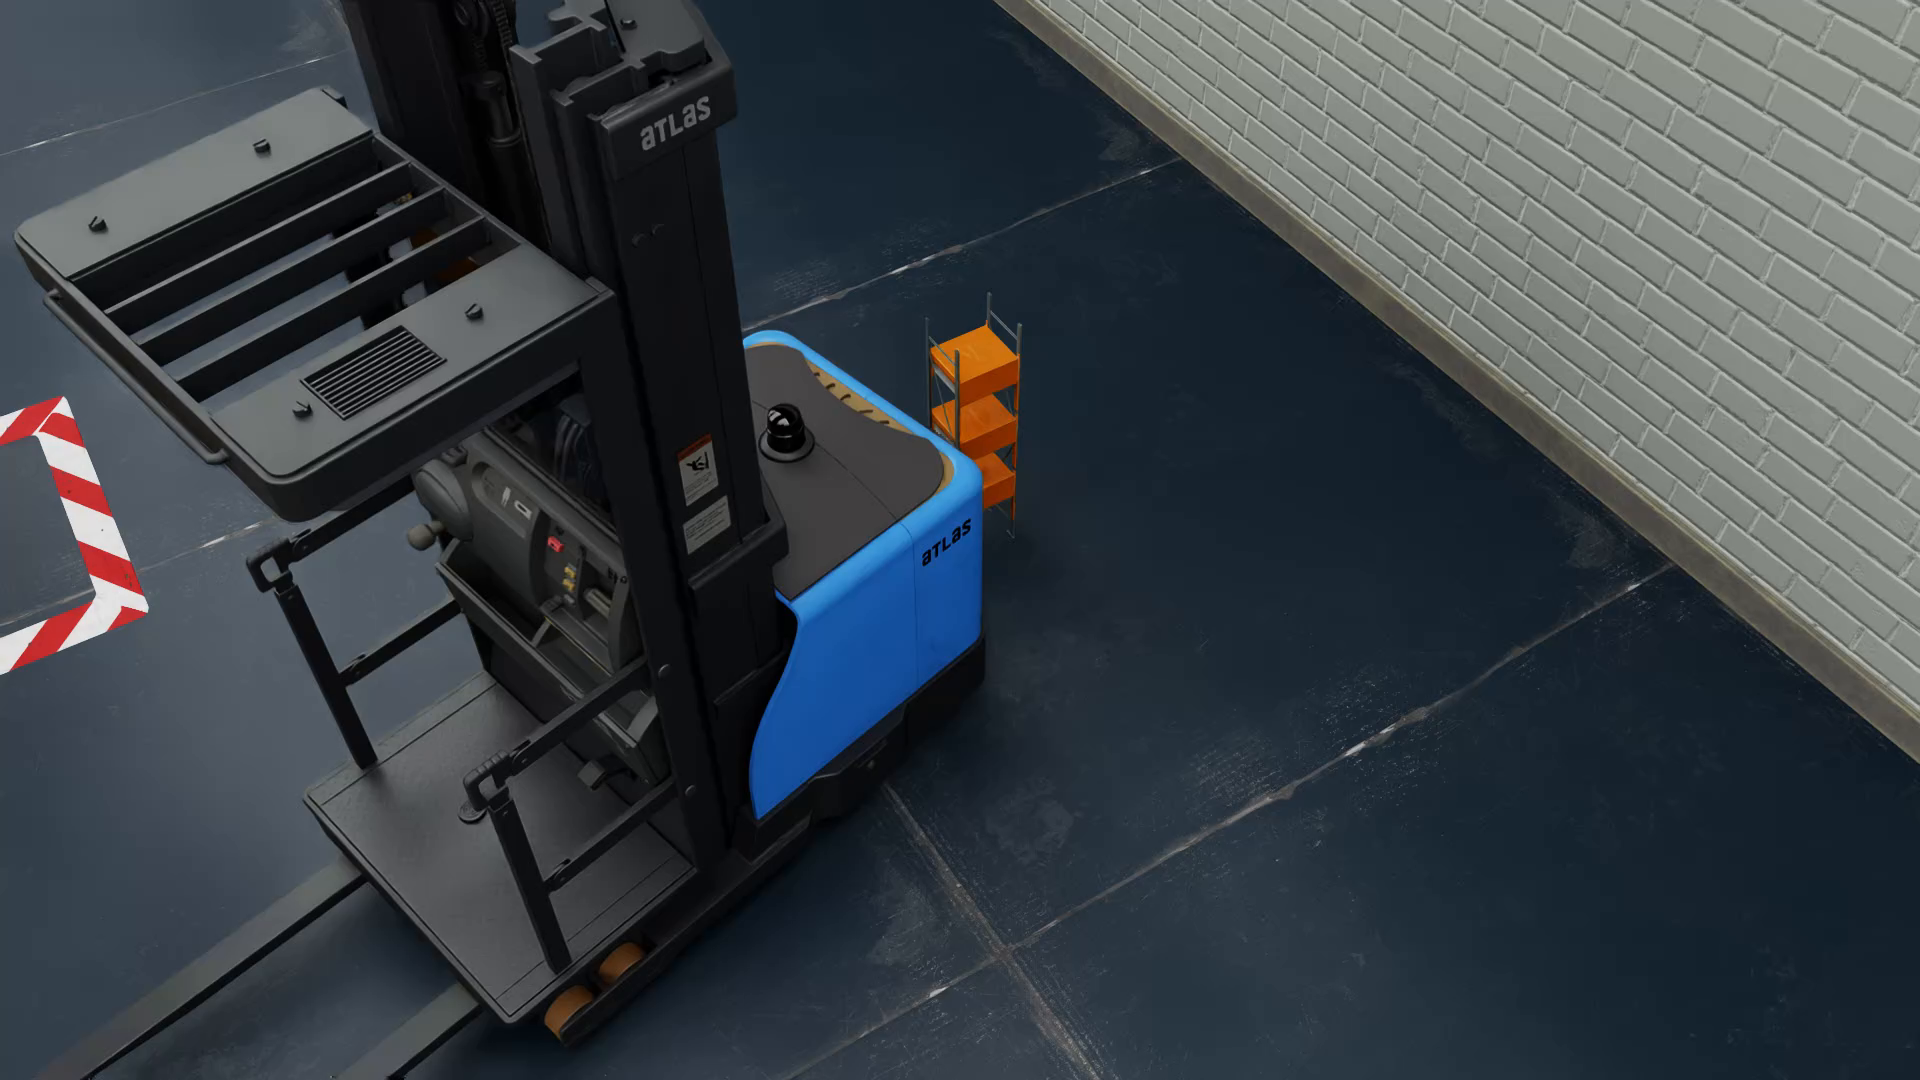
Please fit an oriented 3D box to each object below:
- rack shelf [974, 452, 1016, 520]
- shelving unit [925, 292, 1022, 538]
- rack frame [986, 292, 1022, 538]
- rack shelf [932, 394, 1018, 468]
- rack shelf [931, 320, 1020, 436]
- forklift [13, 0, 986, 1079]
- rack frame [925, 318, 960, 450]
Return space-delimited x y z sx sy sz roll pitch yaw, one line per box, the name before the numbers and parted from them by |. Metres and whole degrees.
rack shelf | 0.045 -0.179 6.092 0.240 0.259 0.215 -25 53 -21
shelving unit | 0.045 -0.370 5.877 0.252 1.050 0.215 -25 53 -21
rack frame | 0.148 -0.419 5.920 0.008 1.050 0.200 -25 53 -21
rack shelf | 0.045 -0.363 5.885 0.240 0.259 0.215 -25 53 -21
rack shelf | 0.045 -0.552 5.673 0.240 0.259 0.215 -25 53 -21
forklift | -1.300 0.066 4.229 1.130 2.935 3.031 36 57 28
rack frame | -0.058 -0.322 5.834 0.008 1.050 0.200 -25 53 -21
